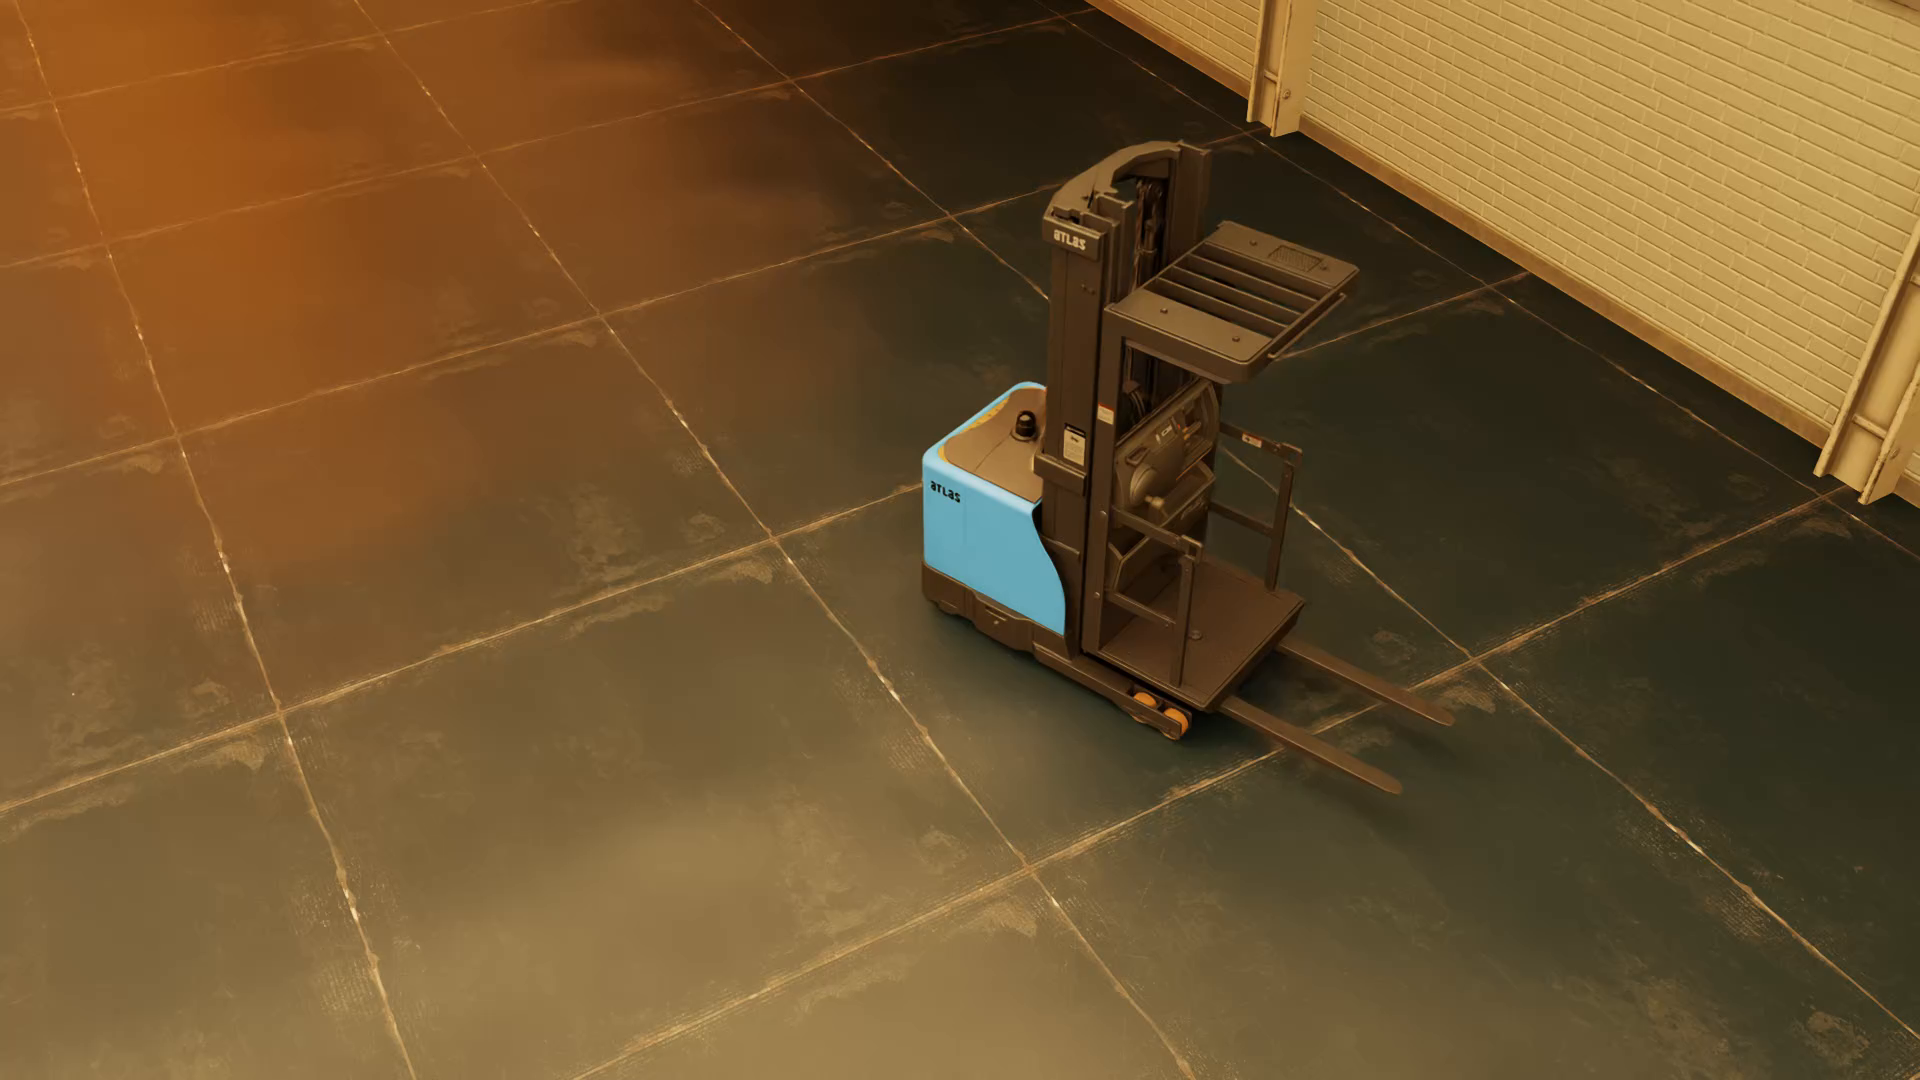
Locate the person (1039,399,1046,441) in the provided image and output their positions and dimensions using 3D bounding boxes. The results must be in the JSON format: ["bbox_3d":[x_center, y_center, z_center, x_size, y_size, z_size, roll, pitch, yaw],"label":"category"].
[{"bbox_3d":[0.695,-0.192,9.243,0.729,1.472,0.700,-25,46,-27],"label":"person"}]

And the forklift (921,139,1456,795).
[{"bbox_3d":[1.244,-0.434,8.560,3.031,2.935,1.130,27,47,29],"label":"forklift"}]
